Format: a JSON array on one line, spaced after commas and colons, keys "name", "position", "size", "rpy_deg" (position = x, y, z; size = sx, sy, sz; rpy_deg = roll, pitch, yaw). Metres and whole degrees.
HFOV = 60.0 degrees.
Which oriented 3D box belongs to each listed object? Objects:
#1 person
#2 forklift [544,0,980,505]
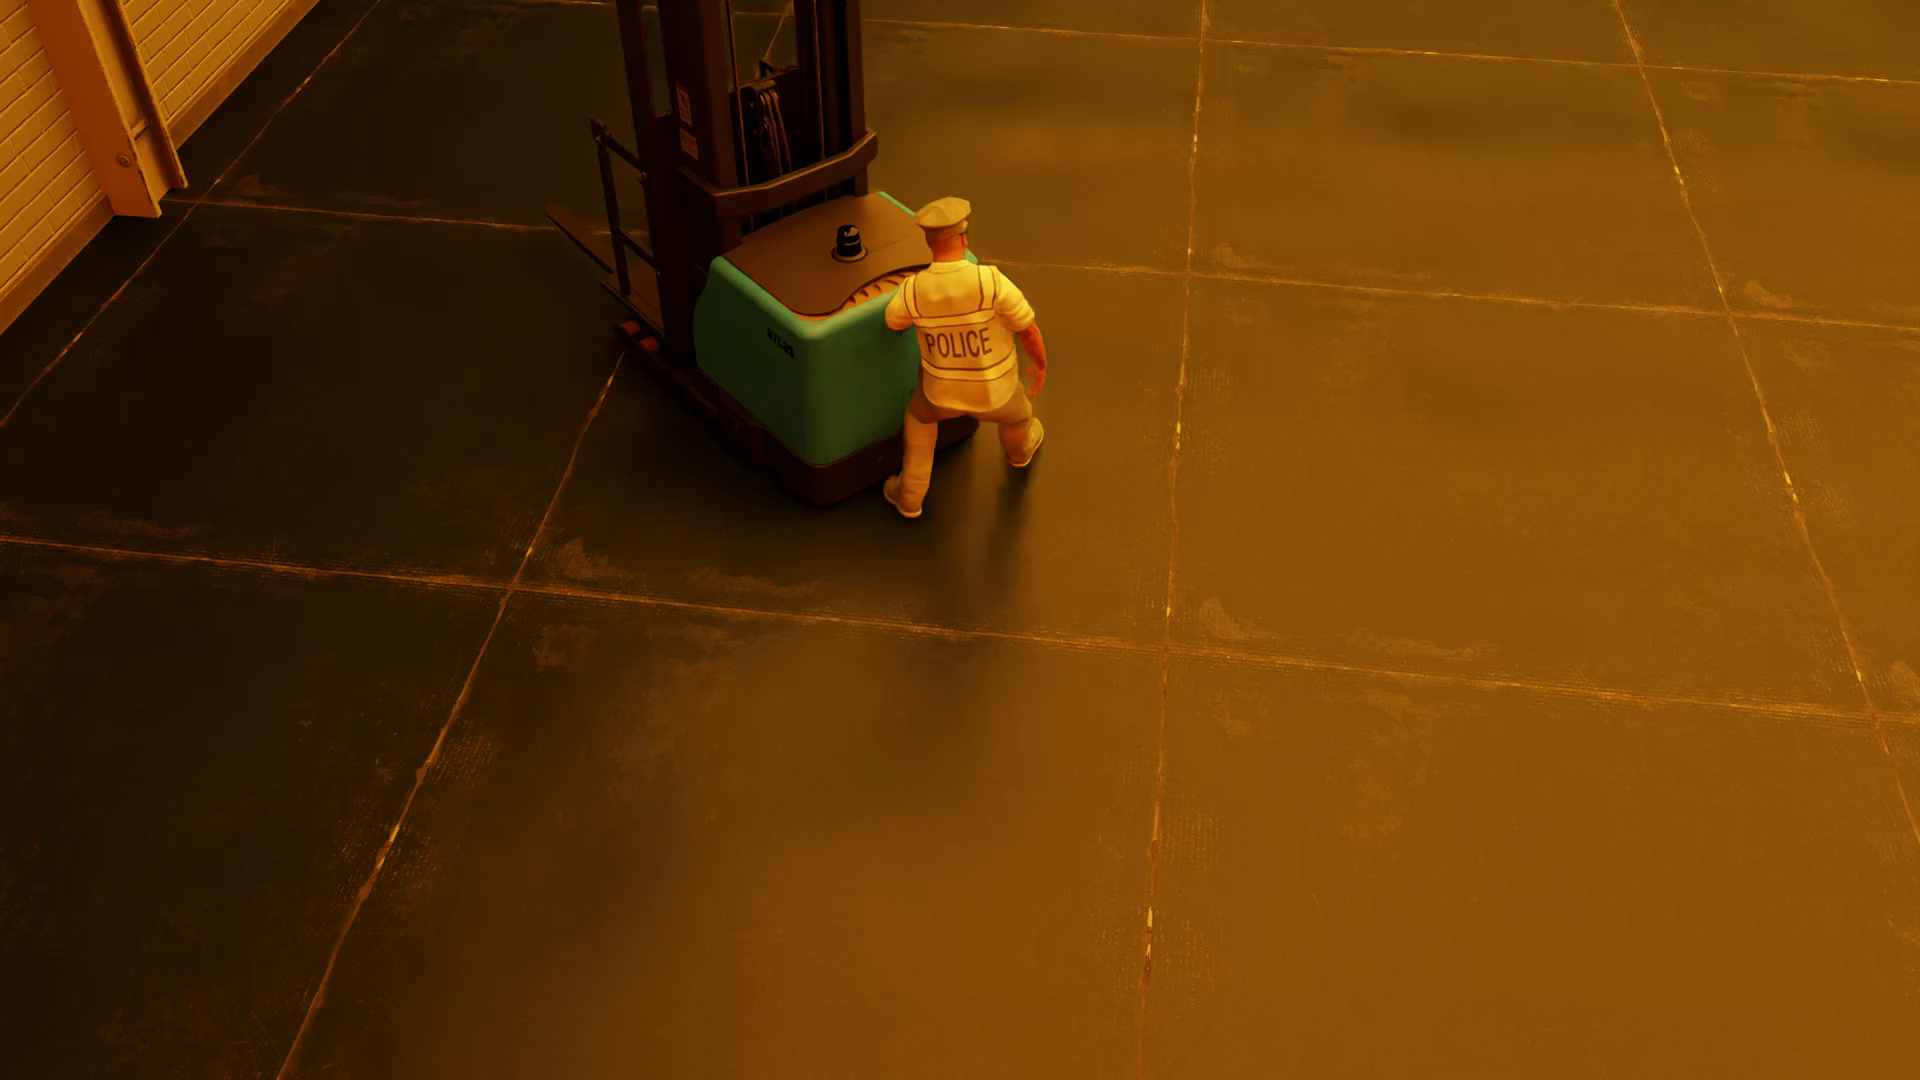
[{"name": "person", "position": [0.035, -0.902, 7.681], "size": [0.782, 1.638, 0.868], "rpy_deg": [7, 43, 7]}, {"name": "forklift", "position": [-1.210, -2.186, 8.103], "size": [1.130, 2.935, 3.031], "rpy_deg": [-28, 50, -27]}]
